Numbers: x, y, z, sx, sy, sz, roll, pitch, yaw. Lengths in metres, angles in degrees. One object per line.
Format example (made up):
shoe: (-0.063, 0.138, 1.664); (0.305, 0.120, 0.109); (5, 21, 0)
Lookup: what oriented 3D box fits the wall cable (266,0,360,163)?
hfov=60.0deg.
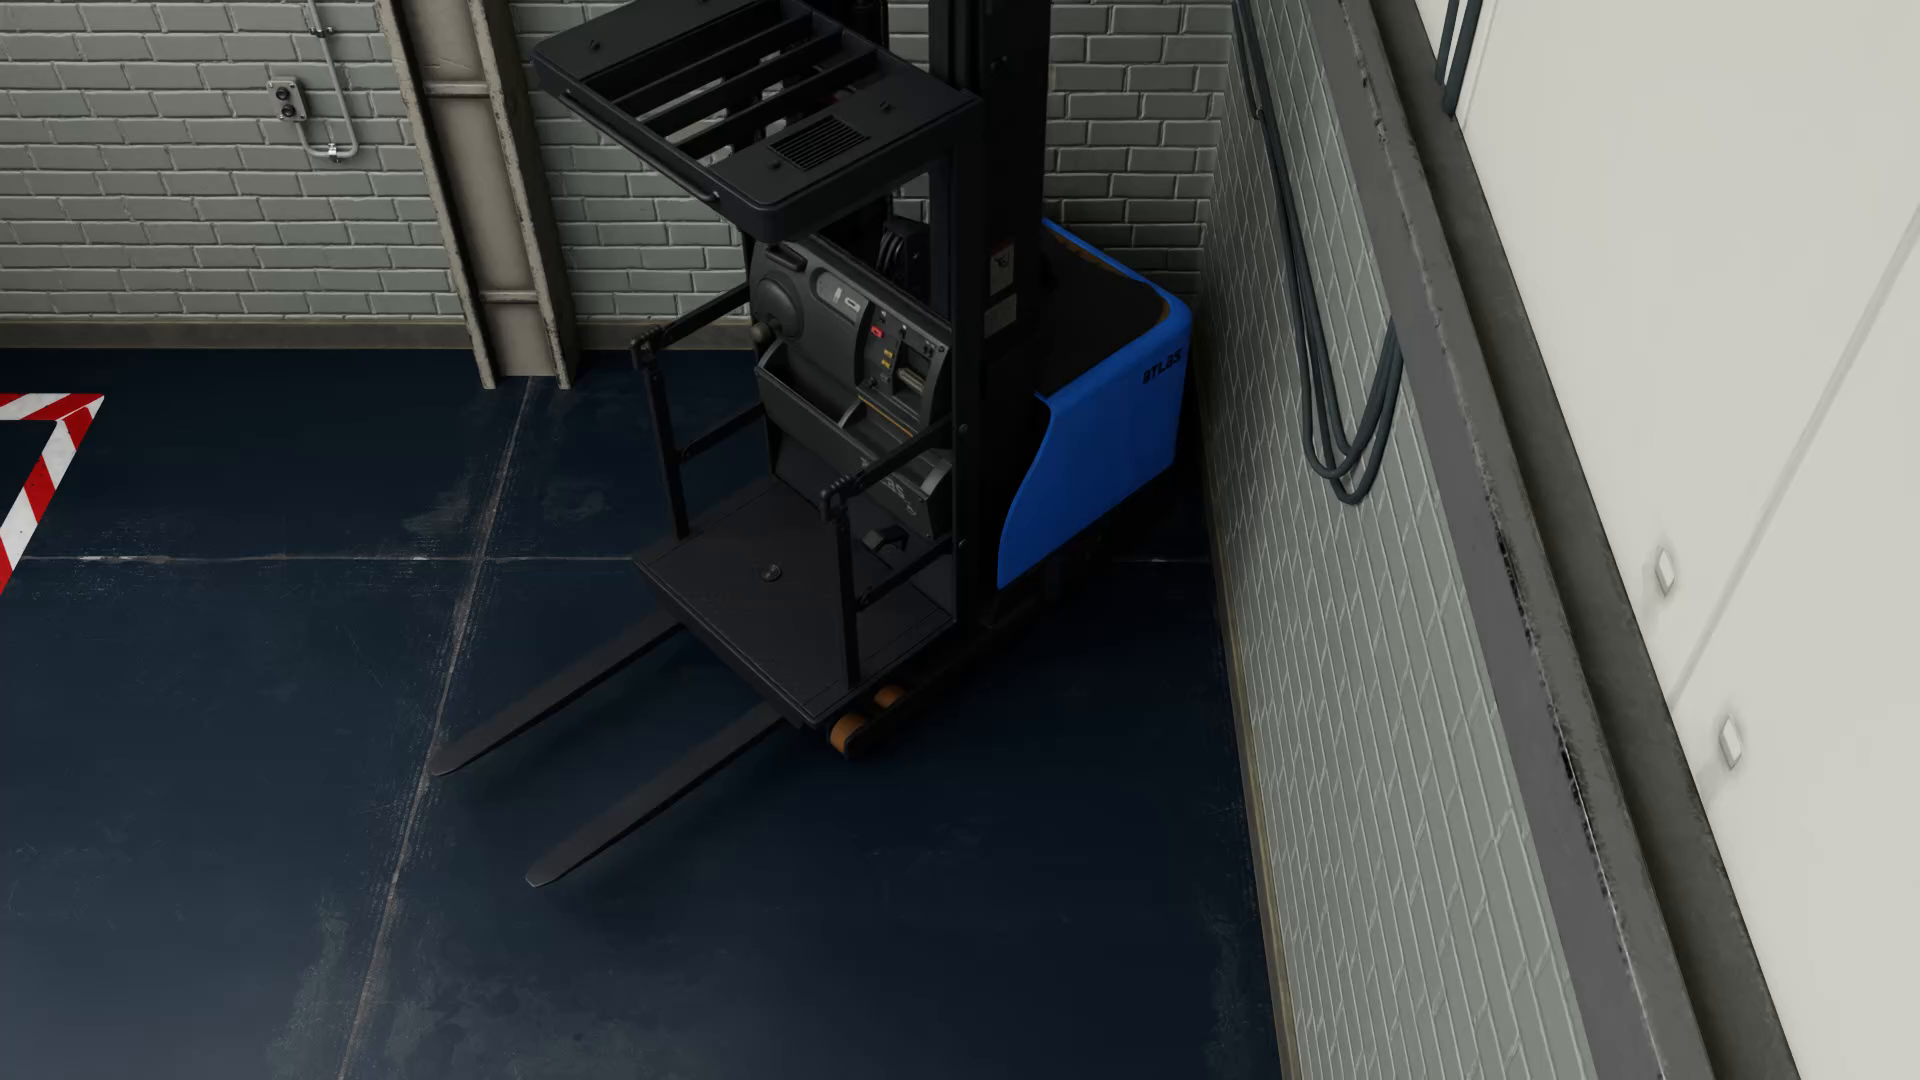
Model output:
wall cable: (-3.360, -2.222, 6.156); (1.851, 1.984, 0.084); (0, 47, 0)

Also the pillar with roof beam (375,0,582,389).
pillar with roof beam: (-1.957, -0.706, 1.340); (0.400, 9.000, 9.100); (0, 47, 0)

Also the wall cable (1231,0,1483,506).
wall cable: (1.011, -1.896, 4.569); (0.112, 2.526, 3.097); (0, 47, 0)

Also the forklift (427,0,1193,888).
forklift: (-0.531, -0.642, 5.426); (3.031, 2.935, 1.130); (-35, 56, -28)
